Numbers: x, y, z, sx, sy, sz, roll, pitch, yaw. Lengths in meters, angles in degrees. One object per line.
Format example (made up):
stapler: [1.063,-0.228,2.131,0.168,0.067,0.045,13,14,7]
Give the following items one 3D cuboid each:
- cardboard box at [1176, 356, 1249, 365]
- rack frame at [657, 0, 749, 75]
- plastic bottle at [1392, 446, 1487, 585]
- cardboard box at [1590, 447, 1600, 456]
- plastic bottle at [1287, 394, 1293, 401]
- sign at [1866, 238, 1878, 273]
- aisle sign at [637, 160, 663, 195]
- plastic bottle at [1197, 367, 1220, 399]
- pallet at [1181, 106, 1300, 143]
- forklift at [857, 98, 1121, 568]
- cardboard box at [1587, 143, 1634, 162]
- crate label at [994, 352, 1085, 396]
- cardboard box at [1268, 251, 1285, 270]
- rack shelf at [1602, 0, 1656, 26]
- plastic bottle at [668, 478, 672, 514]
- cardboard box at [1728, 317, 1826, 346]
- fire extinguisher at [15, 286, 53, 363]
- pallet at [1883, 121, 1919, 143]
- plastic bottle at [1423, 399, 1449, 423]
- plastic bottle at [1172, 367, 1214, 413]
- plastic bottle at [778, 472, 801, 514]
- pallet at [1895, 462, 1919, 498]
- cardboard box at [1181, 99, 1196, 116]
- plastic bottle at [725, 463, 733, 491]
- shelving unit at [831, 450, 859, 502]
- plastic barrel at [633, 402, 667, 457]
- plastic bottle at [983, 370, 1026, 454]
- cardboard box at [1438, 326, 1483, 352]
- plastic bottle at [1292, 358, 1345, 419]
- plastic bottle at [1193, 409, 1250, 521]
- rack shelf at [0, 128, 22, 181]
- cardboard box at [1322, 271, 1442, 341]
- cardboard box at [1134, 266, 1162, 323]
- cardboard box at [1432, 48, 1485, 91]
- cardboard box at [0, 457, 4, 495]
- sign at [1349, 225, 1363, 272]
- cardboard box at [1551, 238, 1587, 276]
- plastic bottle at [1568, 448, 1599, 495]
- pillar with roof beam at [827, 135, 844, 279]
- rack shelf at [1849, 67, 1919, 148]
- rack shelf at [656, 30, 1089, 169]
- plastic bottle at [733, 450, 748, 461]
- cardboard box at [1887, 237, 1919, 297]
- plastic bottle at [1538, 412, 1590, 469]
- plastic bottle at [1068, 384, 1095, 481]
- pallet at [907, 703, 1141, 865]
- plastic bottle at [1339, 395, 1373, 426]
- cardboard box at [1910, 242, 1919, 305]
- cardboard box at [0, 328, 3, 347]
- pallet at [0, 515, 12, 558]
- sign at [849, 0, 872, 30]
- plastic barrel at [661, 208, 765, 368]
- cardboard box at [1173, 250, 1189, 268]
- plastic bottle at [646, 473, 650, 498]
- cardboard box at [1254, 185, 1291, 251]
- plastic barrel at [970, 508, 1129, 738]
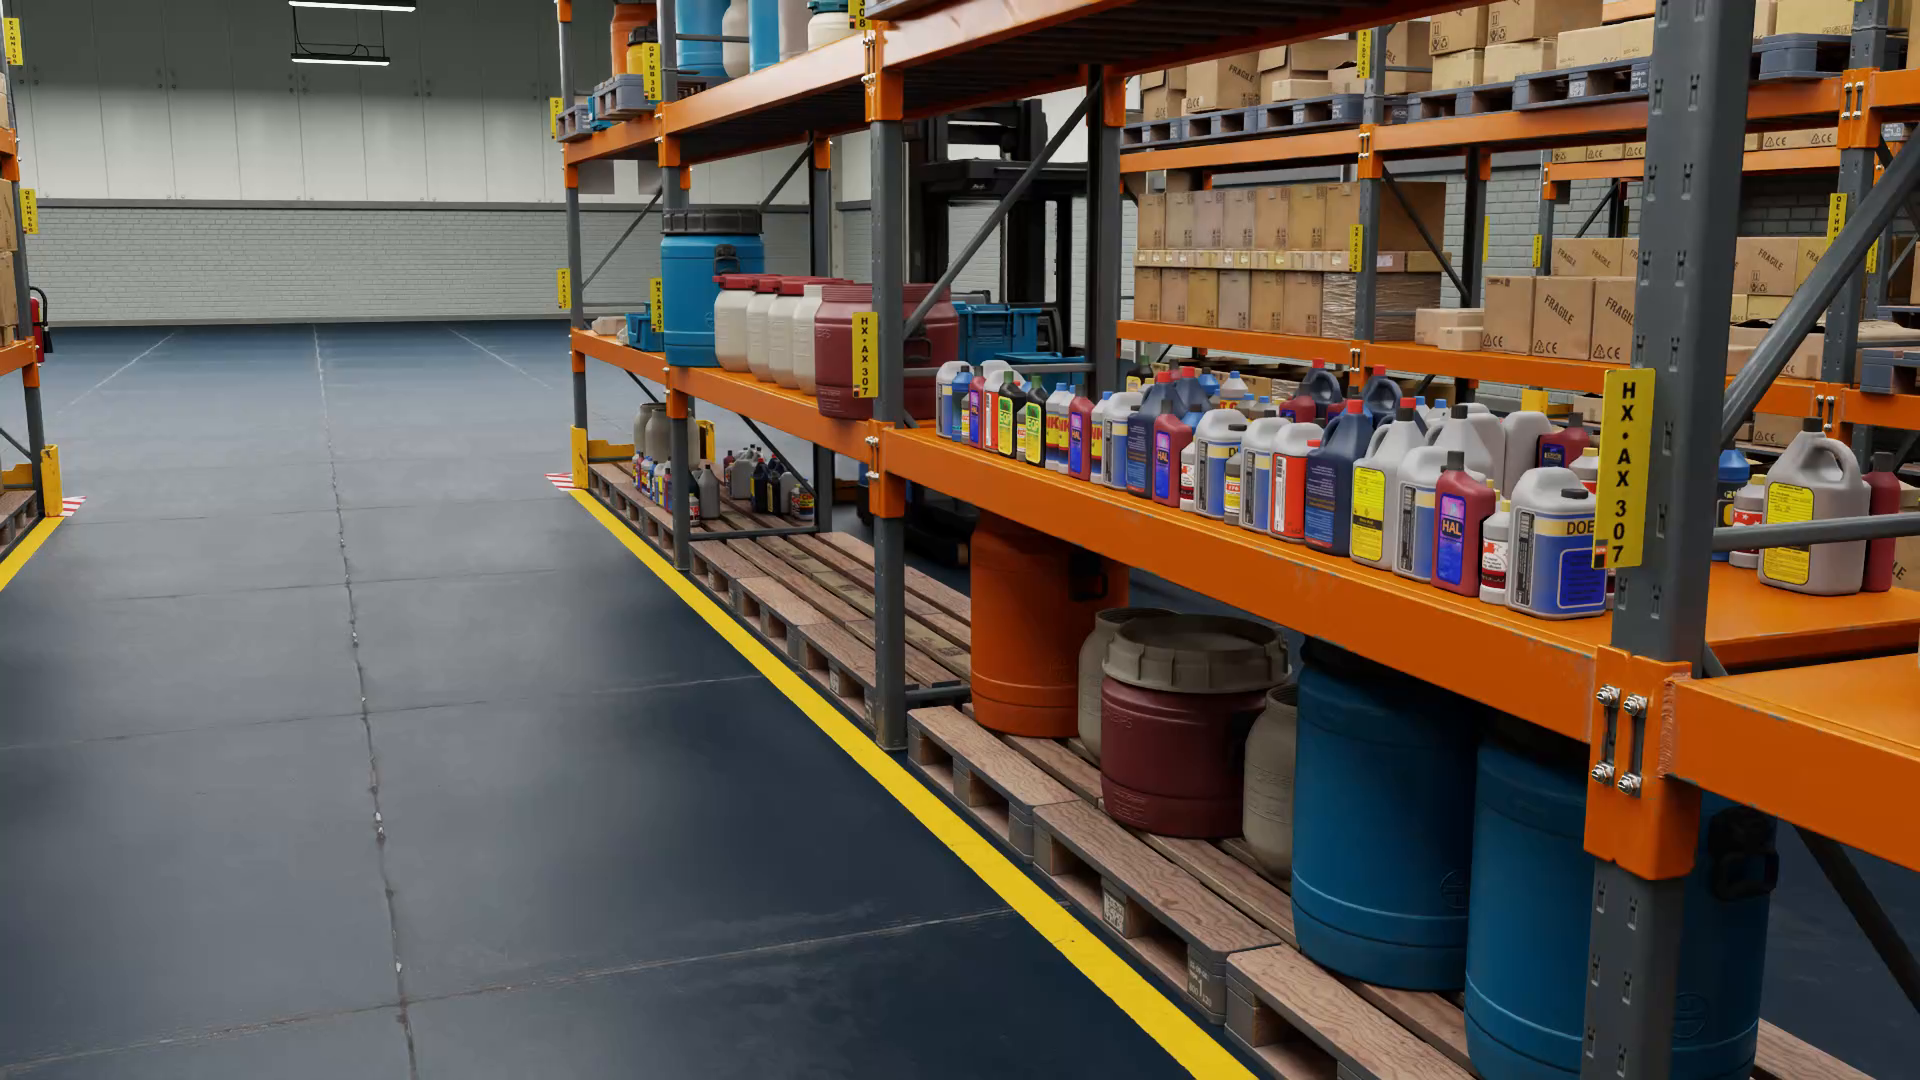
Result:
cardboard box: [2.337,-1.440,15.459,0.500,0.500,0.500,-4,11,-21]
rack frame: [-1.303,-4.273,9.747,1.000,3.000,0.127,-4,11,-21]
plastic bottle: [1.019,-0.056,3.524,0.152,0.276,0.135,-4,11,-21]
cardboard box: [3.791,-0.428,10.313,0.500,0.311,0.500,-4,11,-19]
plastic bottle: [1.105,-0.384,5.345,0.061,0.283,0.133,-4,11,-21]
sign: [7.428,-2.339,13.531,0.100,0.325,0.005,-4,11,-21]
aisle sign: [-2.502,-3.283,13.888,0.394,0.787,0.004,-4,11,-21]
plastic bottle: [0.870,-0.475,5.892,0.097,0.271,0.097,0,10,0]
pallet: [2.543,-3.403,13.673,1.003,0.211,1.213,-4,11,-21]
forklift: [0.330,-1.350,10.642,1.130,2.935,3.031,-5,11,-24]
cardboard box: [6.531,-3.977,16.303,0.500,0.500,0.500,-3,11,-17]
crate label: [0.343,-0.677,7.137,0.303,0.233,0.416,-4,11,-21]
cardboard box: [2.650,-2.199,13.078,0.380,0.149,0.250,-4,11,-21]
rack shelf: [7.206,-4.872,15.180,1.077,0.370,4.000,-4,11,-21]
plastic bottle: [-1.875,-0.350,11.130,0.144,0.351,0.185,-4,11,-24]
cardboard box: [4.621,-1.095,9.264,0.500,0.311,0.500,-4,11,-22]
fire extinguisher: [-6.981,-1.668,12.452,0.296,0.674,0.183,-4,11,-21]
pallet: [8.055,-3.225,12.957,1.213,0.211,1.003,-4,11,-21]
plastic bottle: [1.347,-0.260,4.682,0.097,0.271,0.097,0,10,0]
plastic bottle: [0.652,-0.330,4.851,0.144,0.351,0.185,-4,11,-21]
plastic bottle: [-1.153,-0.326,11.208,0.152,0.276,0.135,-3,11,-19]
pallet: [8.214,-0.448,13.338,1.003,0.211,1.213,-4,11,-21]
cardboard box: [2.127,-3.712,14.275,0.380,0.149,0.250,-4,11,-21]
plastic bottle: [-1.672,-0.463,12.191,0.097,0.201,0.097,0,10,0]
shelving unit: [-0.592,-0.972,12.600,0.587,1.500,1.083,-4,11,-23]
plastic barrel: [-2.443,-0.852,13.548,0.421,0.512,0.421,0,10,0]
plastic bottle: [0.170,-0.439,5.676,0.152,0.276,0.135,-4,11,-21]
cardboard box: [3.445,-1.352,11.173,0.380,0.149,0.250,-4,11,-21]
plastic bottle: [1.124,-0.388,5.178,0.144,0.351,0.185,-4,11,-21]
plastic bottle: [0.704,-0.198,4.323,0.152,0.276,0.135,-4,11,-21]
rack shelf: [-6.644,-2.454,10.141,1.077,0.370,4.000,-4,11,-21]
cardboard box: [3.148,-1.754,12.433,0.700,0.500,0.500,-4,11,-22]
cardboard box: [2.023,-2.258,15.265,0.700,0.500,0.500,-4,11,-21]
cardboard box: [3.529,-3.142,11.181,0.500,0.250,0.500,-3,10,-15]
cardboard box: [-7.158,-0.531,11.779,0.500,0.500,0.500,-2,10,-10]
sign: [2.798,-2.063,11.754,0.100,0.325,0.005,-4,11,-21]
cardboard box: [6.374,-2.809,16.878,0.500,0.500,0.500,-4,11,-21]
plastic bottle: [1.564,-0.128,4.140,0.097,0.201,0.097,0,10,0]
pillar with roof beam: [-7.343,-10.119,42.612,9.100,9.000,0.548,-4,11,-21]
rack shelf: [5.489,-1.776,6.331,1.077,0.370,4.000,-4,11,-21]
rack shelf: [-0.578,-2.116,8.238,1.077,0.370,4.000,-4,11,-21]
plastic bottle: [-1.613,-0.533,12.373,0.152,0.276,0.135,-4,11,-20]
cardboard box: [7.955,-2.343,14.259,0.500,0.500,0.500,-4,11,-22]
plastic bottle: [1.539,-0.188,4.246,0.061,0.283,0.133,-4,11,-21]
plastic bottle: [0.378,-0.326,5.023,0.061,0.283,0.133,-4,11,-21]
pallet: [0.471,0.832,6.138,1.003,0.211,1.213,-4,11,-21]
plastic bottle: [1.142,-0.282,4.810,0.097,0.271,0.097,0,10,0]
cardboard box: [8.083,-2.129,13.281,0.700,0.500,0.500,-4,11,-21]
cardboard box: [-6.769,-1.381,11.335,0.380,0.149,0.250,-4,11,-21]
pallet: [-6.642,0.061,10.475,1.003,0.211,1.213,-4,11,-21]
sign: [-0.364,-2.056,6.146,0.100,0.325,0.005,-4,11,-21]
plastic barrel: [-1.446,-1.484,9.766,0.600,0.901,0.708,-4,11,-21]
cardboard box: [2.084,-2.452,14.502,0.380,0.149,0.250,-4,11,-22]
plastic bottle: [-2.190,-0.407,11.878,0.097,0.201,0.097,0,10,0]
cardboard box: [2.783,-2.557,13.242,0.700,0.500,0.500,-4,11,-21]
plastic barrel: [0.339,0.274,6.313,0.600,0.830,0.708,-4,11,-21]
